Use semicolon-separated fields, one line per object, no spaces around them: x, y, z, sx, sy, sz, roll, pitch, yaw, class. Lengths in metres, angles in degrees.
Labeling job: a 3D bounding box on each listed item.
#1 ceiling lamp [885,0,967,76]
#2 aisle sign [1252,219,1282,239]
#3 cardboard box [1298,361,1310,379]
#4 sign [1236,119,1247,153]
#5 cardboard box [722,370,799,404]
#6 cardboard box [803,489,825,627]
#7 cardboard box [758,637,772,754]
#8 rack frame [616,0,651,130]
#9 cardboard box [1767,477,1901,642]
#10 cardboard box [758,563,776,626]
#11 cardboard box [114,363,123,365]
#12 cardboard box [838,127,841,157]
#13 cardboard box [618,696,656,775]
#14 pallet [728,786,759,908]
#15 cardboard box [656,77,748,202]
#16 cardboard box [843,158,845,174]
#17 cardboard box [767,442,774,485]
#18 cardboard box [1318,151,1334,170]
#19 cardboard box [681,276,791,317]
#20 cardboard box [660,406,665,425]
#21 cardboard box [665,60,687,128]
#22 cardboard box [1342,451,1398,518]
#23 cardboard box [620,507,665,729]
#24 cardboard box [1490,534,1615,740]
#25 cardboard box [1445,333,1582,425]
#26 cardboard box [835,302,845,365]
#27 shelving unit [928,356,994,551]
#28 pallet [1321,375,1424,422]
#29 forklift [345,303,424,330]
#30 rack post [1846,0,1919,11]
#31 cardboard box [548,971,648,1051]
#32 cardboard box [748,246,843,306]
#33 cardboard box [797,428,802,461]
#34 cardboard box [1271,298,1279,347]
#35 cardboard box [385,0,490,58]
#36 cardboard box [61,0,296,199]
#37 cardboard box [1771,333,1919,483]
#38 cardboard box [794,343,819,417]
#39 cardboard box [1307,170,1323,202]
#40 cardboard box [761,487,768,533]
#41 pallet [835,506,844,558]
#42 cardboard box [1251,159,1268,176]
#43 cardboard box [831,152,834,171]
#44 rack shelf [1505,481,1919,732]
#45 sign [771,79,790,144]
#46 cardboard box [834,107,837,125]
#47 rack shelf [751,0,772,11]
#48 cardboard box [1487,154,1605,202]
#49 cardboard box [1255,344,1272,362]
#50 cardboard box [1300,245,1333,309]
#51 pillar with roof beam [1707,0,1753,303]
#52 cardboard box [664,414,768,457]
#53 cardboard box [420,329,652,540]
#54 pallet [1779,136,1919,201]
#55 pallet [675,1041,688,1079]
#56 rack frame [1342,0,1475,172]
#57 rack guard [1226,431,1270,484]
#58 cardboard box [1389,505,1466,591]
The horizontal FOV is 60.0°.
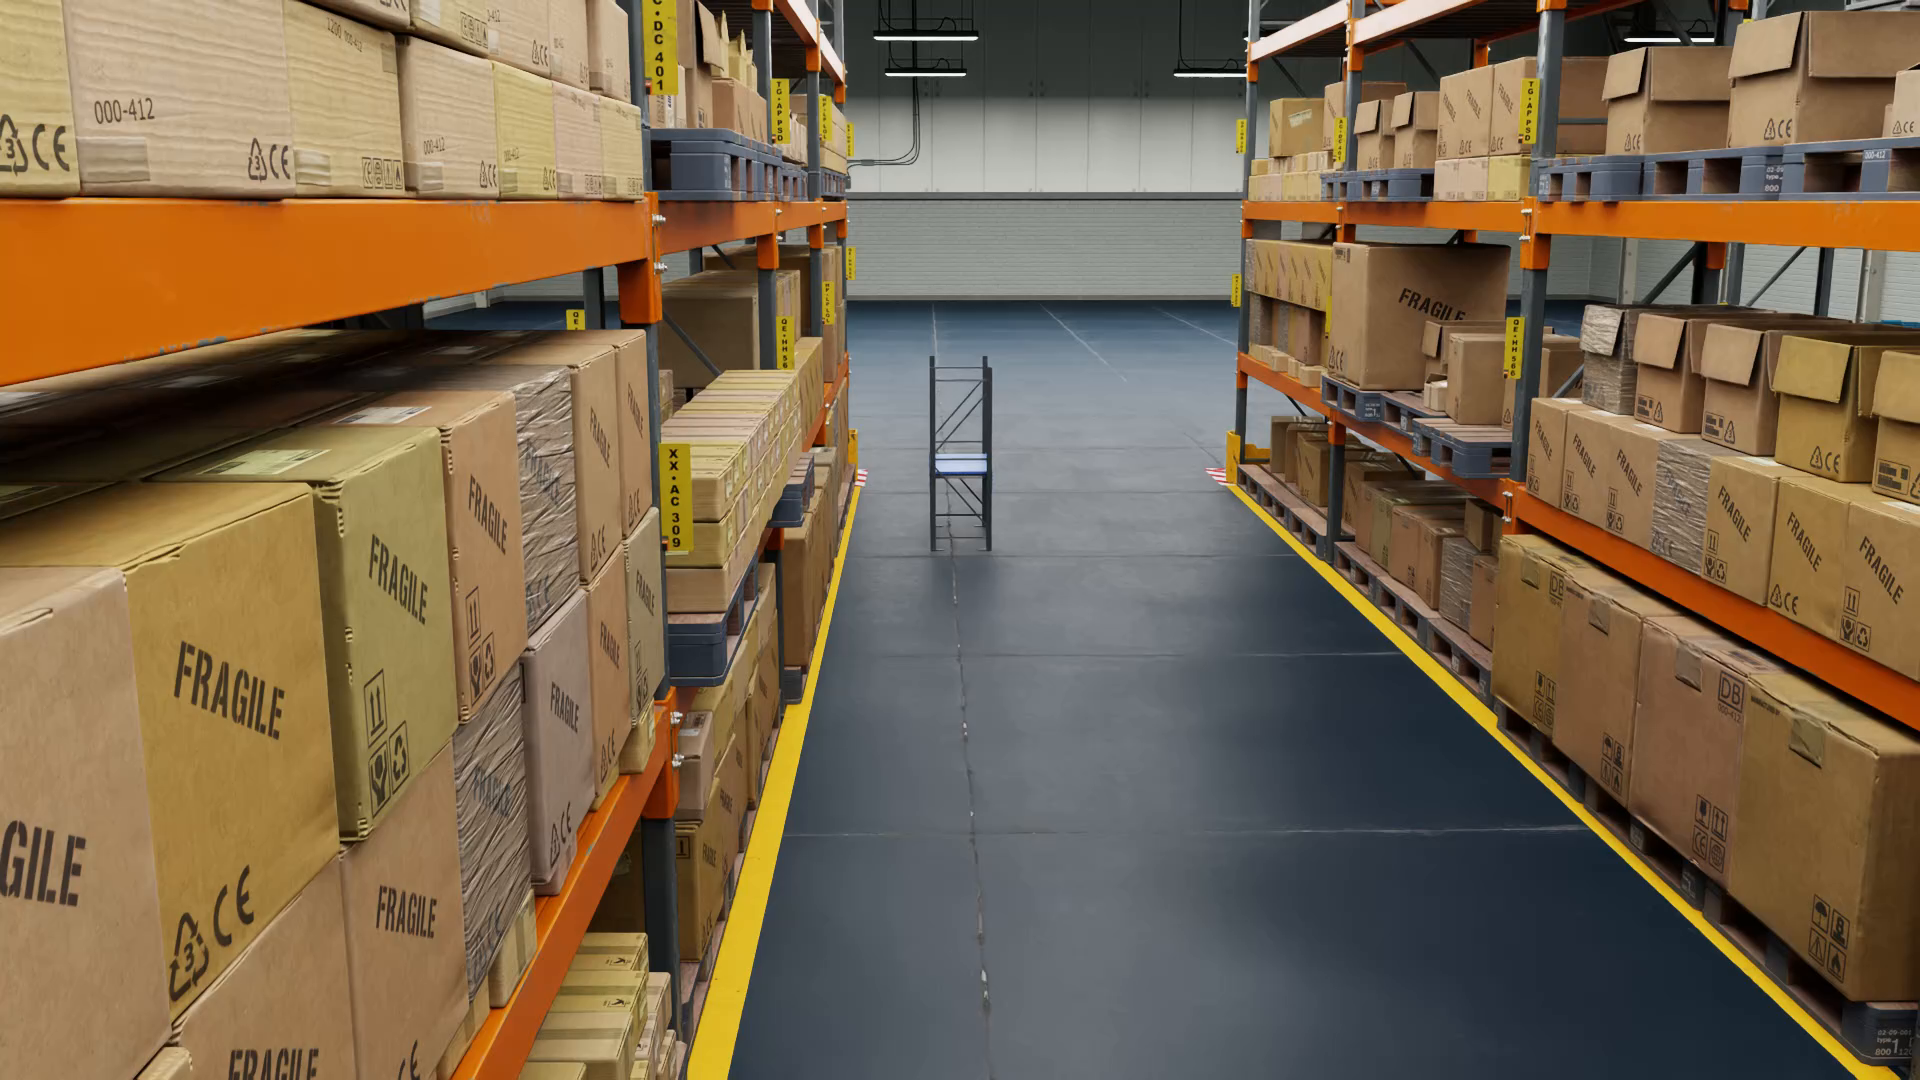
-0.840;-12.927;40.463;2.000;3.185;0.800;0;11;-1;ceiling lamp
3.019;-3.370;16.587;0.394;0.787;0.004;0;11;-1;aisle sign
3.128;-1.457;14.327;0.380;0.149;0.250;0;11;-1;cardboard box
2.778;-3.981;16.395;0.100;0.325;0.005;0;11;-1;sign
-1.007;-0.773;8.404;0.380;0.149;0.250;-1;11;-3;cardboard box
-1.420;0.107;10.588;1.050;0.750;0.750;0;11;0;cardboard box
-1.194;0.758;8.010;0.500;0.500;0.500;0;11;1;cardboard box
-1.393;-2.639;4.435;1.000;3.000;0.127;0;11;-1;rack frame
3.282;0.061;5.961;0.500;0.500;0.500;0;11;1;cardboard box
-1.199;0.292;8.419;0.500;0.250;0.500;-1;11;-2;cardboard box
-6.255;-1.460;11.656;0.500;0.500;0.500;0;11;-1;cardboard box
-1.333;-3.586;14.969;0.500;0.250;0.500;0;11;-1;cardboard box
-1.039;0.531;4.531;0.380;0.149;0.250;-1;11;-3;cardboard box
-1.439;1.270;7.270;1.003;0.211;1.213;0;11;-1;pallet
-1.180;-1.702;7.109;0.500;0.500;0.500;0;11;-1;cardboard box
-1.285;-3.520;15.647;0.380;0.149;0.250;0;11;0;cardboard box
-0.976;-0.319;6.913;0.380;0.149;0.250;0;11;-2;cardboard box
3.101;-3.048;13.369;0.380;0.149;0.250;-1;11;-4;cardboard box
-1.519;-1.527;11.276;0.700;0.500;0.500;0;11;-1;cardboard box
-1.659;-0.572;8.161;0.380;0.149;0.250;0;11;2;cardboard box
-1.201;-1.507;5.567;0.500;0.311;0.500;0;11;-2;cardboard box
3.415;-0.464;14.032;0.500;0.500;0.500;4;12;17;cardboard box
-1.101;0.201;4.524;0.500;0.500;0.500;0;11;-1;cardboard box
3.479;0.478;8.445;1.225;0.875;0.875;-1;11;-4;cardboard box
3.323;-0.967;9.974;0.700;0.500;0.500;1;12;7;cardboard box
-1.555;-1.975;15.874;0.875;0.550;0.550;0;11;-1;cardboard box
-0.002;-0.752;13.994;0.538;1.500;1.048;0;11;-1;shelving unit
3.273;-1.043;12.139;1.003;0.211;1.213;0;11;-1;pallet
-4.210;-0.824;10.750;3.031;2.935;1.130;-5;12;-23;forklift
8.343;-4.623;14.405;0.937;0.300;0.954;0;11;-2;rack post
-1.080;1.321;4.621;0.380;0.149;0.250;0;11;0;cardboard box
-1.568;-2.504;15.766;0.875;0.550;0.550;0;11;-1;cardboard box
-1.006;-0.481;8.460;0.380;0.149;0.250;0;11;0;cardboard box
3.434;-2.071;15.725;0.875;0.500;0.500;0;11;-1;cardboard box
-1.082;-0.939;2.717;0.500;0.250;0.500;-1;11;-3;cardboard box
-1.071;-0.496;1.790;0.500;0.250;0.500;0;11;1;cardboard box
3.544;-0.503;6.222;0.797;0.503;0.637;0;11;-1;cardboard box
-1.270;-1.135;11.860;0.500;0.500;0.500;0;11;-2;cardboard box
3.132;-2.880;13.542;0.500;0.250;0.500;0;11;0;cardboard box
-0.974;-0.122;6.690;0.380;0.149;0.250;0;11;-2;cardboard box
-1.496;-0.074;13.894;1.003;0.211;1.213;0;11;-1;pallet
3.003;-3.569;15.938;0.380;0.149;0.250;0;11;0;cardboard box
-1.249;-3.167;13.906;0.380;0.149;0.250;0;11;-2;cardboard box
3.527;0.256;7.064;1.077;0.370;4.000;0;11;-1;rack shelf
-0.933;-2.220;8.610;0.100;0.325;0.005;0;11;-1;sign
-1.258;-3.658;14.320;0.380;0.149;0.250;0;11;-1;cardboard box
-1.434;-2.488;6.506;1.077;0.370;4.000;0;11;-1;rack shelf
3.230;-1.985;9.130;0.500;0.250;0.500;0;11;-1;cardboard box
3.064;-1.805;16.041;0.380;0.149;0.250;0;11;-1;cardboard box
3.107;-2.162;13.658;0.500;0.500;0.500;0;11;-1;cardboard box
14.256;-9.703;39.256;9.100;9.000;0.548;0;11;-1;pillar with roof beam
-0.969;-0.411;6.618;0.380;0.149;0.250;0;11;1;cardboard box
-1.113;-0.292;4.438;0.500;0.500;0.500;-1;11;-3;cardboard box
3.500;-1.258;5.651;0.805;0.209;1.217;-1;11;-3;pallet
-1.344;1.801;4.652;1.003;0.211;1.213;0;11;-1;pallet
3.403;-4.230;12.275;1.000;3.000;0.127;0;11;-1;rack frame
3.322;-0.845;16.965;1.175;0.500;0.348;0;11;-1;rack guard
3.397;0.048;11.459;0.700;0.500;0.500;-1;12;-6;cardboard box
